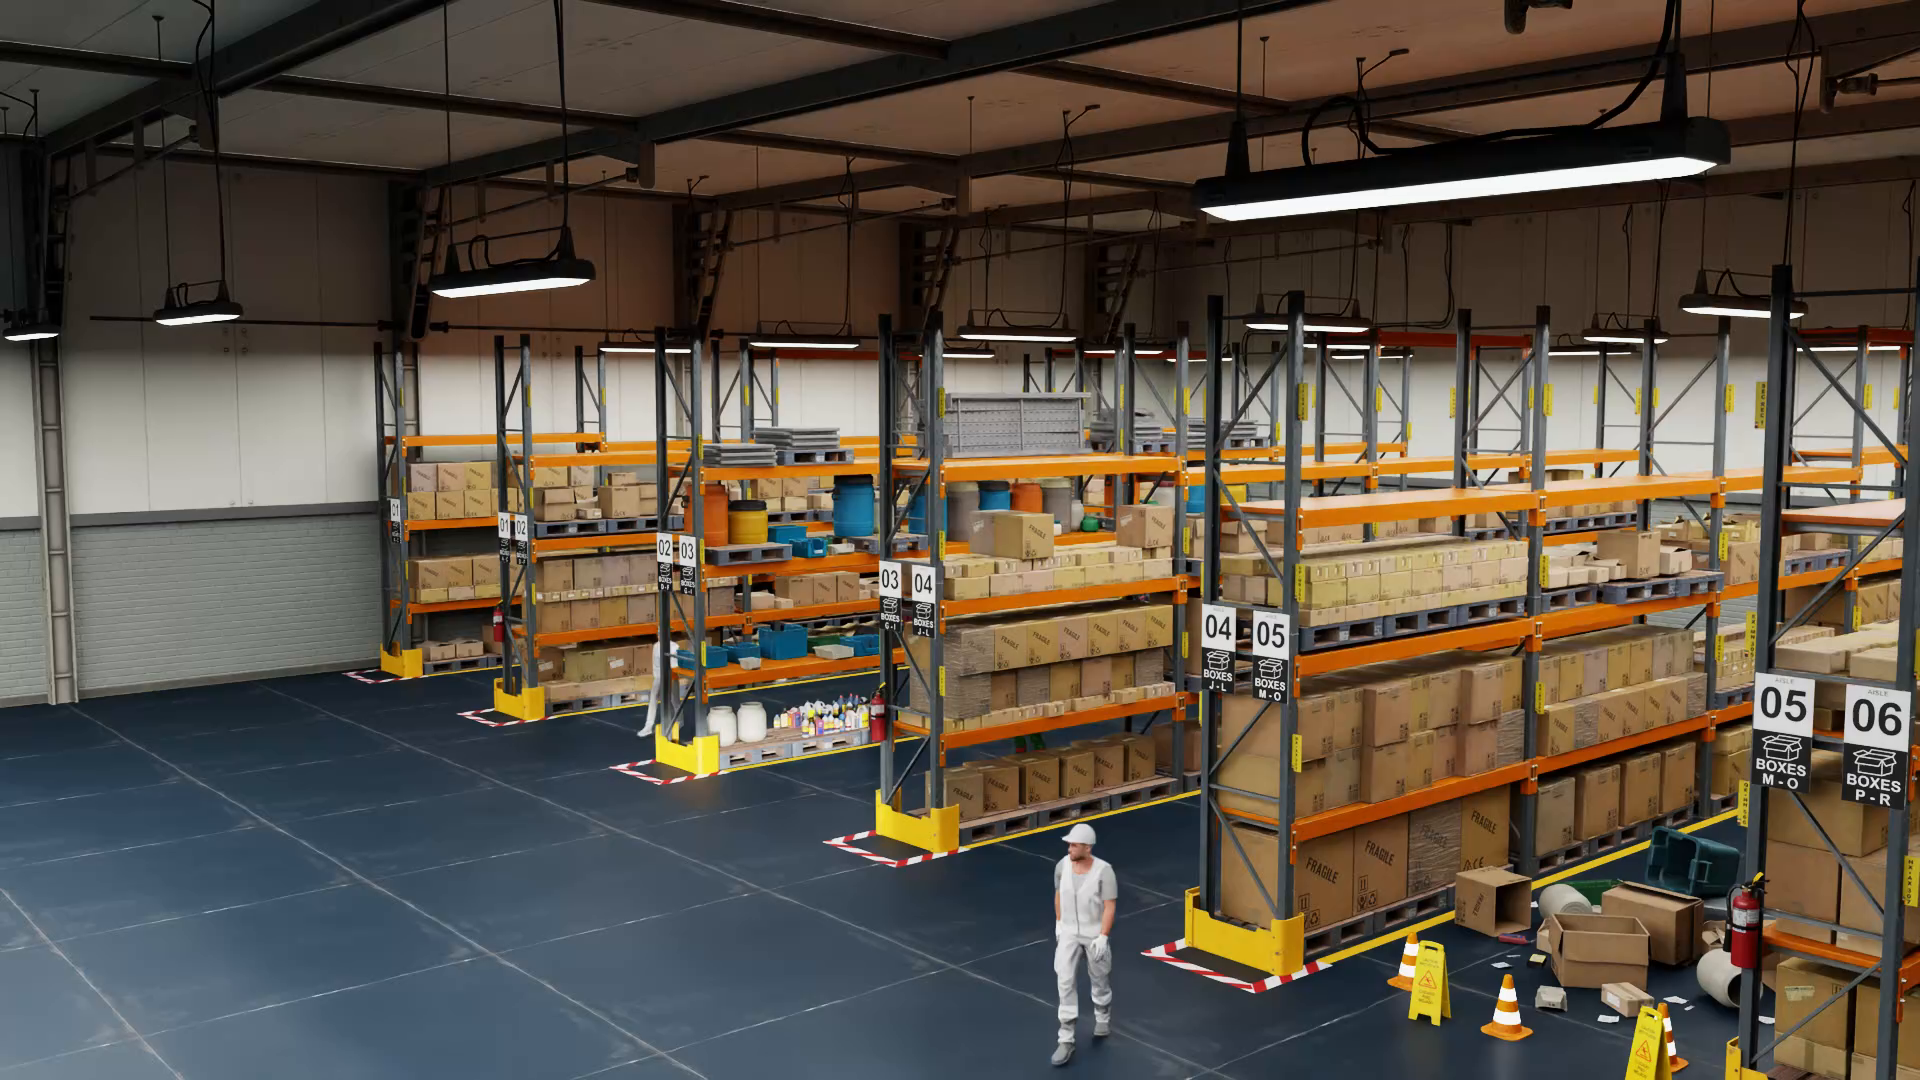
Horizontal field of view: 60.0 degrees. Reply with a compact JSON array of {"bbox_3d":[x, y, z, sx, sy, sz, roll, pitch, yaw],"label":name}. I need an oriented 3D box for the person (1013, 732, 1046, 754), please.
[{"bbox_3d":[0.911,2.276,22.188,0.528,1.838,0.586,-2,6,-25],"label":"person"}]

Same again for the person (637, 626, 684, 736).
[{"bbox_3d":[-4.419,2.072,24.821,0.508,1.619,0.952,1,5,14],"label":"person"}]

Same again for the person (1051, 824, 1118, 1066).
[{"bbox_3d":[0.945,3.090,12.965,0.559,1.763,0.883,2,6,23],"label":"person"}]
